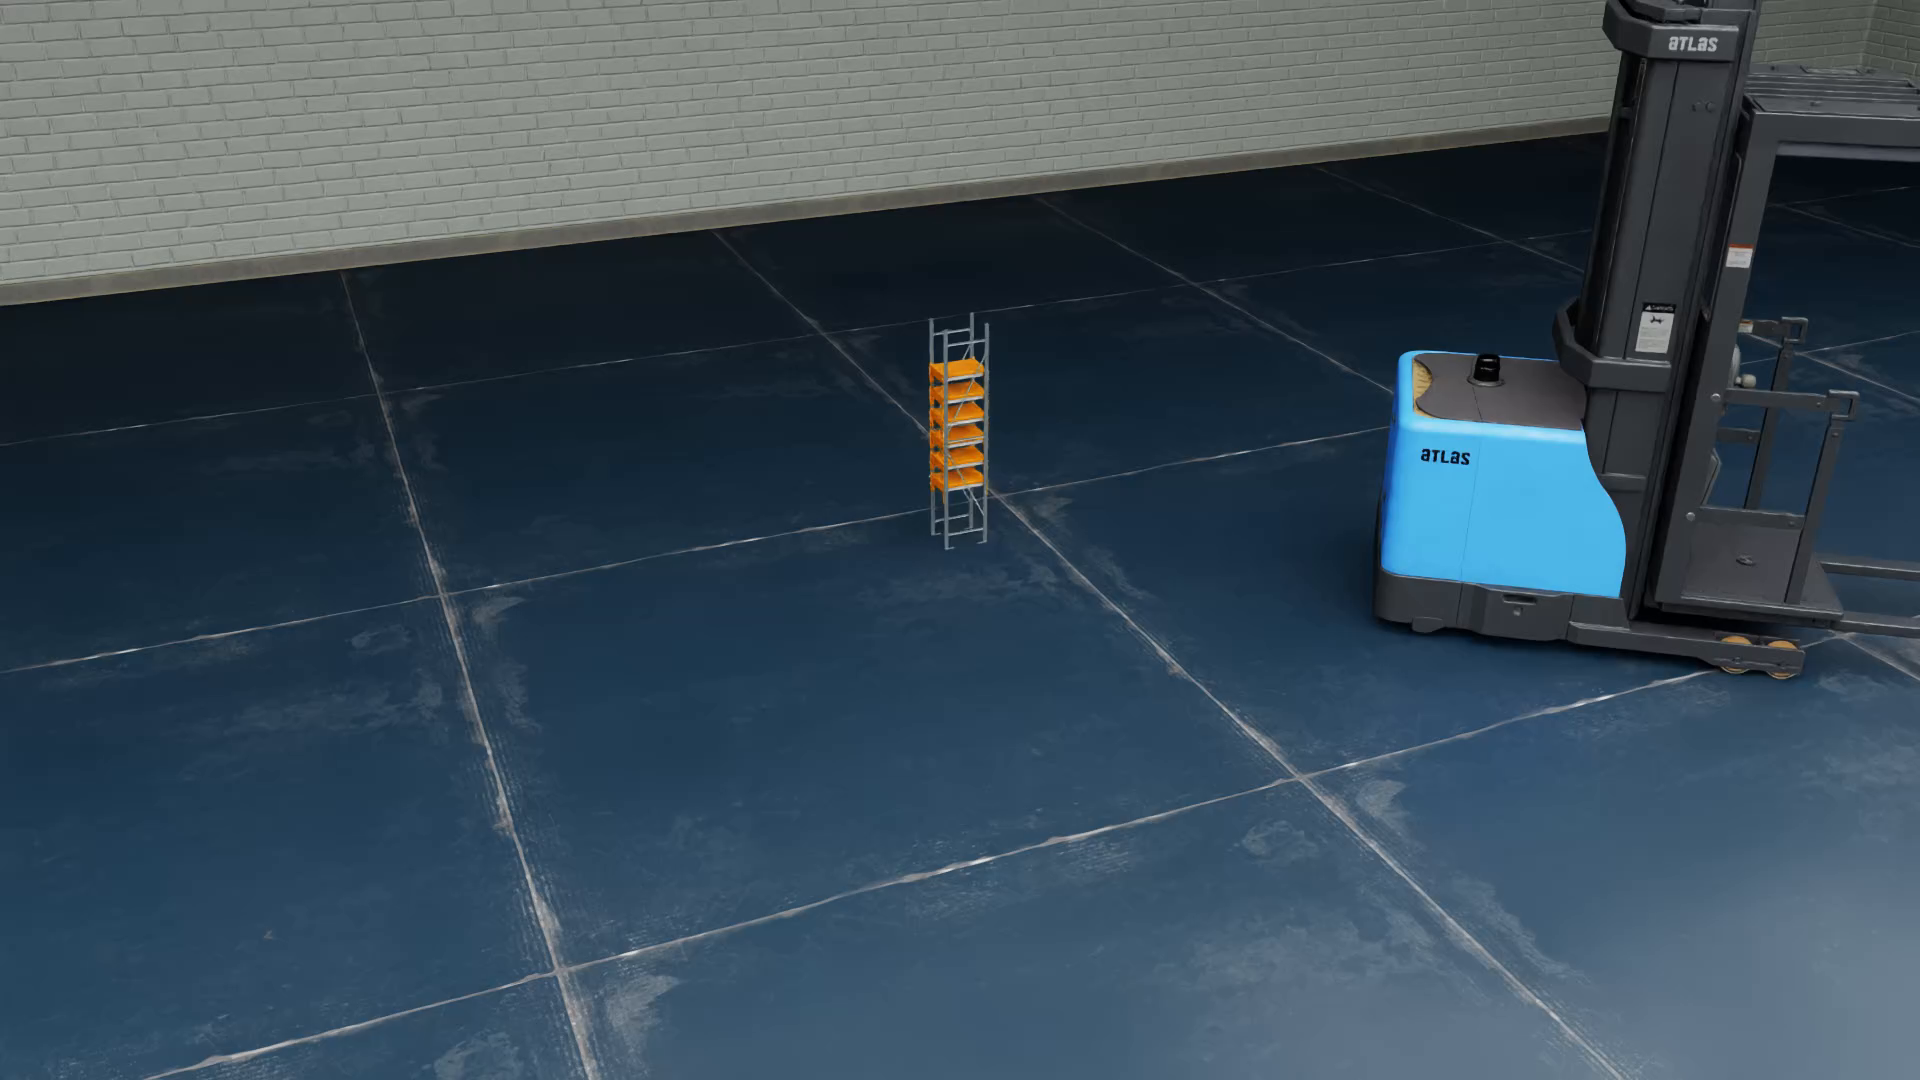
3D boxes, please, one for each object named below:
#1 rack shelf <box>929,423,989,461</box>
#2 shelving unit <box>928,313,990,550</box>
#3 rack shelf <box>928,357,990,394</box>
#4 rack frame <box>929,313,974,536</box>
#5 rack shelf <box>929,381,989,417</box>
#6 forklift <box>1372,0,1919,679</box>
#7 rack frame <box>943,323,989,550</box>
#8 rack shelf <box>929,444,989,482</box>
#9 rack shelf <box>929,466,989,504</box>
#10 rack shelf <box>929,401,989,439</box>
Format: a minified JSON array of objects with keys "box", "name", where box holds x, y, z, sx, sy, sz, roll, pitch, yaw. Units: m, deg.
[{"box":[-0.006,-0.505,8.518,0.258,0.103,0.180,-11,28,-21],"name":"rack shelf"},{"box":[-0.006,-0.545,8.499,0.258,1.200,0.189,-11,28,-21],"name":"shelving unit"},{"box":[-0.006,-0.829,8.360,0.258,0.103,0.180,-11,28,-21],"name":"rack shelf"},{"box":[-0.042,-0.582,8.574,0.240,1.200,0.006,-11,28,-21],"name":"rack frame"},{"box":[-0.006,-0.721,8.413,0.258,0.103,0.180,-11,28,-21],"name":"rack shelf"},{"box":[3.533,-0.951,7.357,3.031,2.935,1.130,6,27,12],"name":"forklift"},{"box":[0.030,-0.508,8.423,0.240,1.200,0.006,-11,28,-21],"name":"rack frame"},{"box":[-0.006,-0.397,8.571,0.258,0.103,0.180,-11,28,-21],"name":"rack shelf"},{"box":[-0.006,-0.289,8.624,0.258,0.103,0.180,-11,28,-21],"name":"rack shelf"},{"box":[-0.006,-0.613,8.466,0.258,0.103,0.180,-11,28,-21],"name":"rack shelf"}]
